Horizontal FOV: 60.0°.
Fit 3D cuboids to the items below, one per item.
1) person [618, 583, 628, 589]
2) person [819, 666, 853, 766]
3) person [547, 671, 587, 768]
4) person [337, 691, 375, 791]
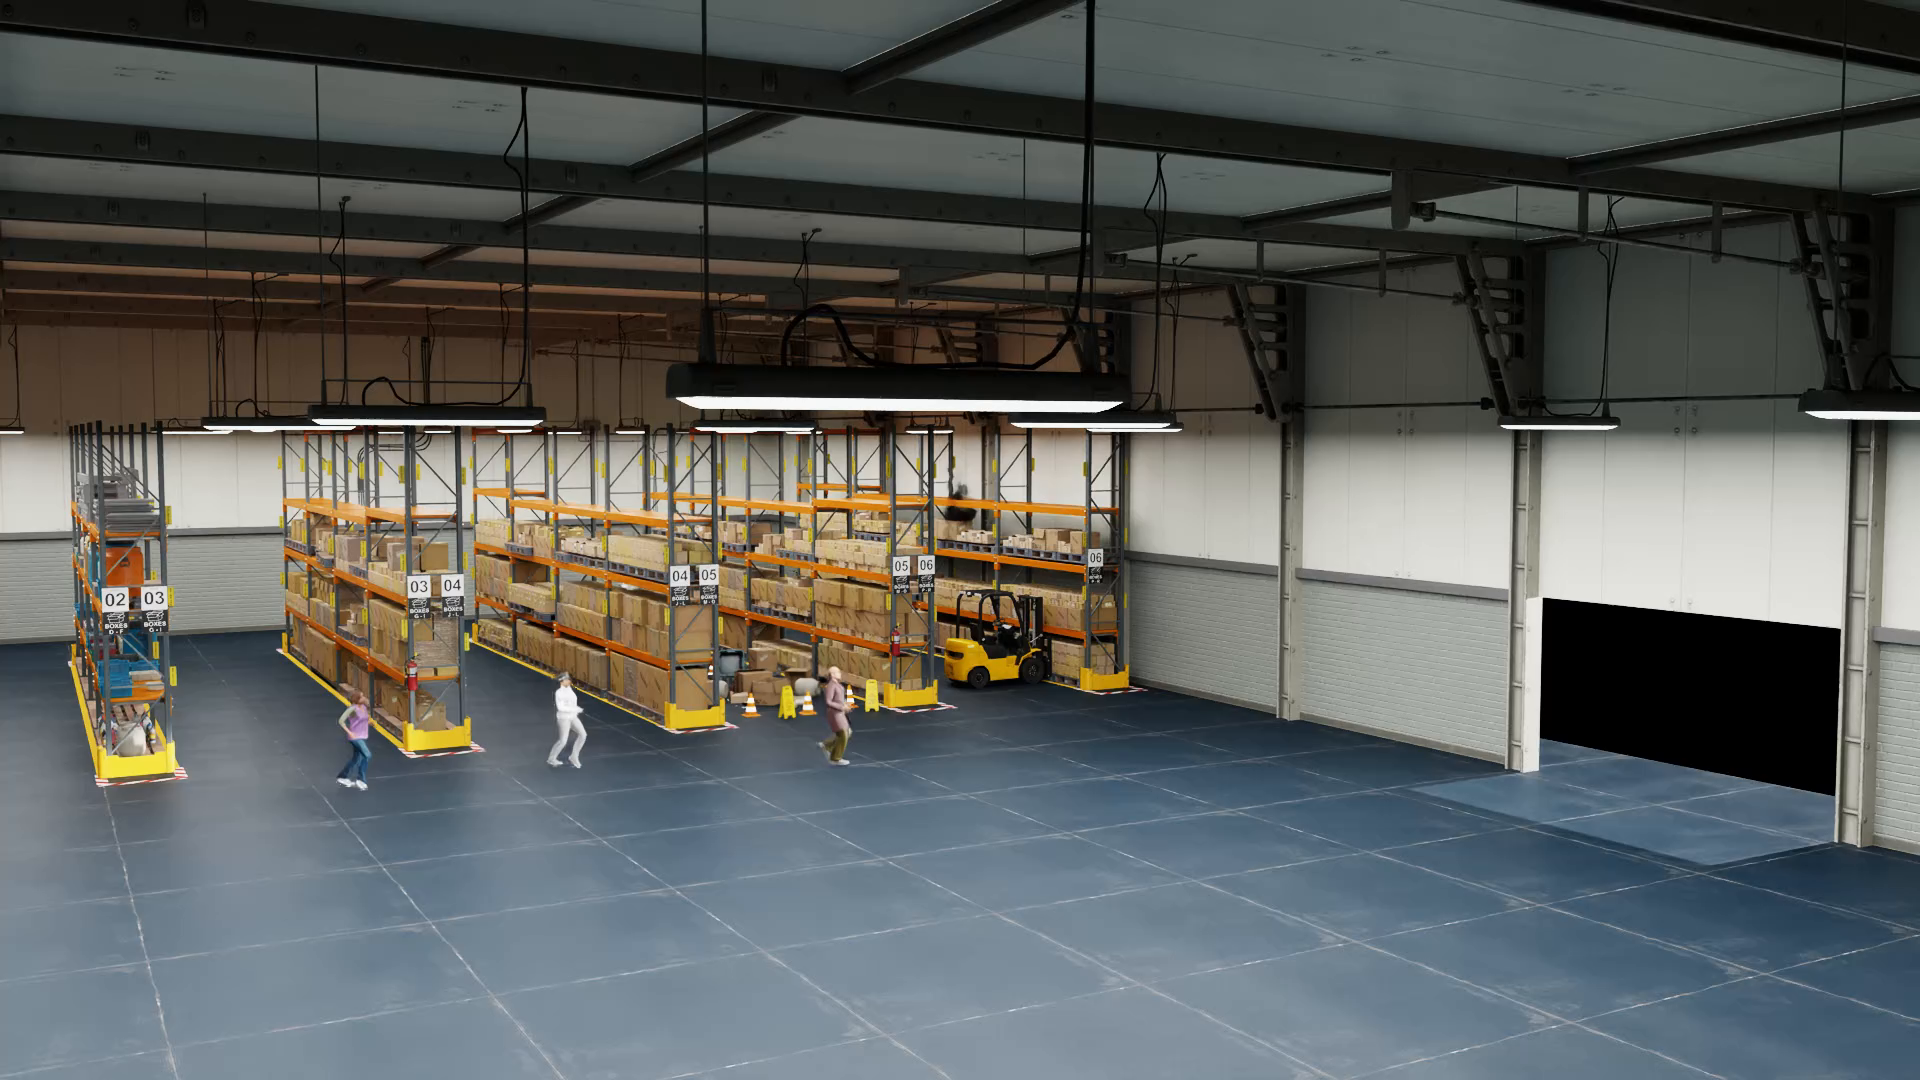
[{"bbox_3d":[-10.189,1.811,50.185,0.582,1.626,0.618,-2,4,-24],"label":"person"},{"bbox_3d":[-2.155,3.063,28.986,0.663,1.726,0.706,0,4,7],"label":"person"},{"bbox_3d":[-6.810,3.117,28.822,0.703,1.711,0.618,1,4,17],"label":"person"},{"bbox_3d":[-9.821,3.263,27.036,0.622,1.640,0.580,0,4,5],"label":"person"}]
